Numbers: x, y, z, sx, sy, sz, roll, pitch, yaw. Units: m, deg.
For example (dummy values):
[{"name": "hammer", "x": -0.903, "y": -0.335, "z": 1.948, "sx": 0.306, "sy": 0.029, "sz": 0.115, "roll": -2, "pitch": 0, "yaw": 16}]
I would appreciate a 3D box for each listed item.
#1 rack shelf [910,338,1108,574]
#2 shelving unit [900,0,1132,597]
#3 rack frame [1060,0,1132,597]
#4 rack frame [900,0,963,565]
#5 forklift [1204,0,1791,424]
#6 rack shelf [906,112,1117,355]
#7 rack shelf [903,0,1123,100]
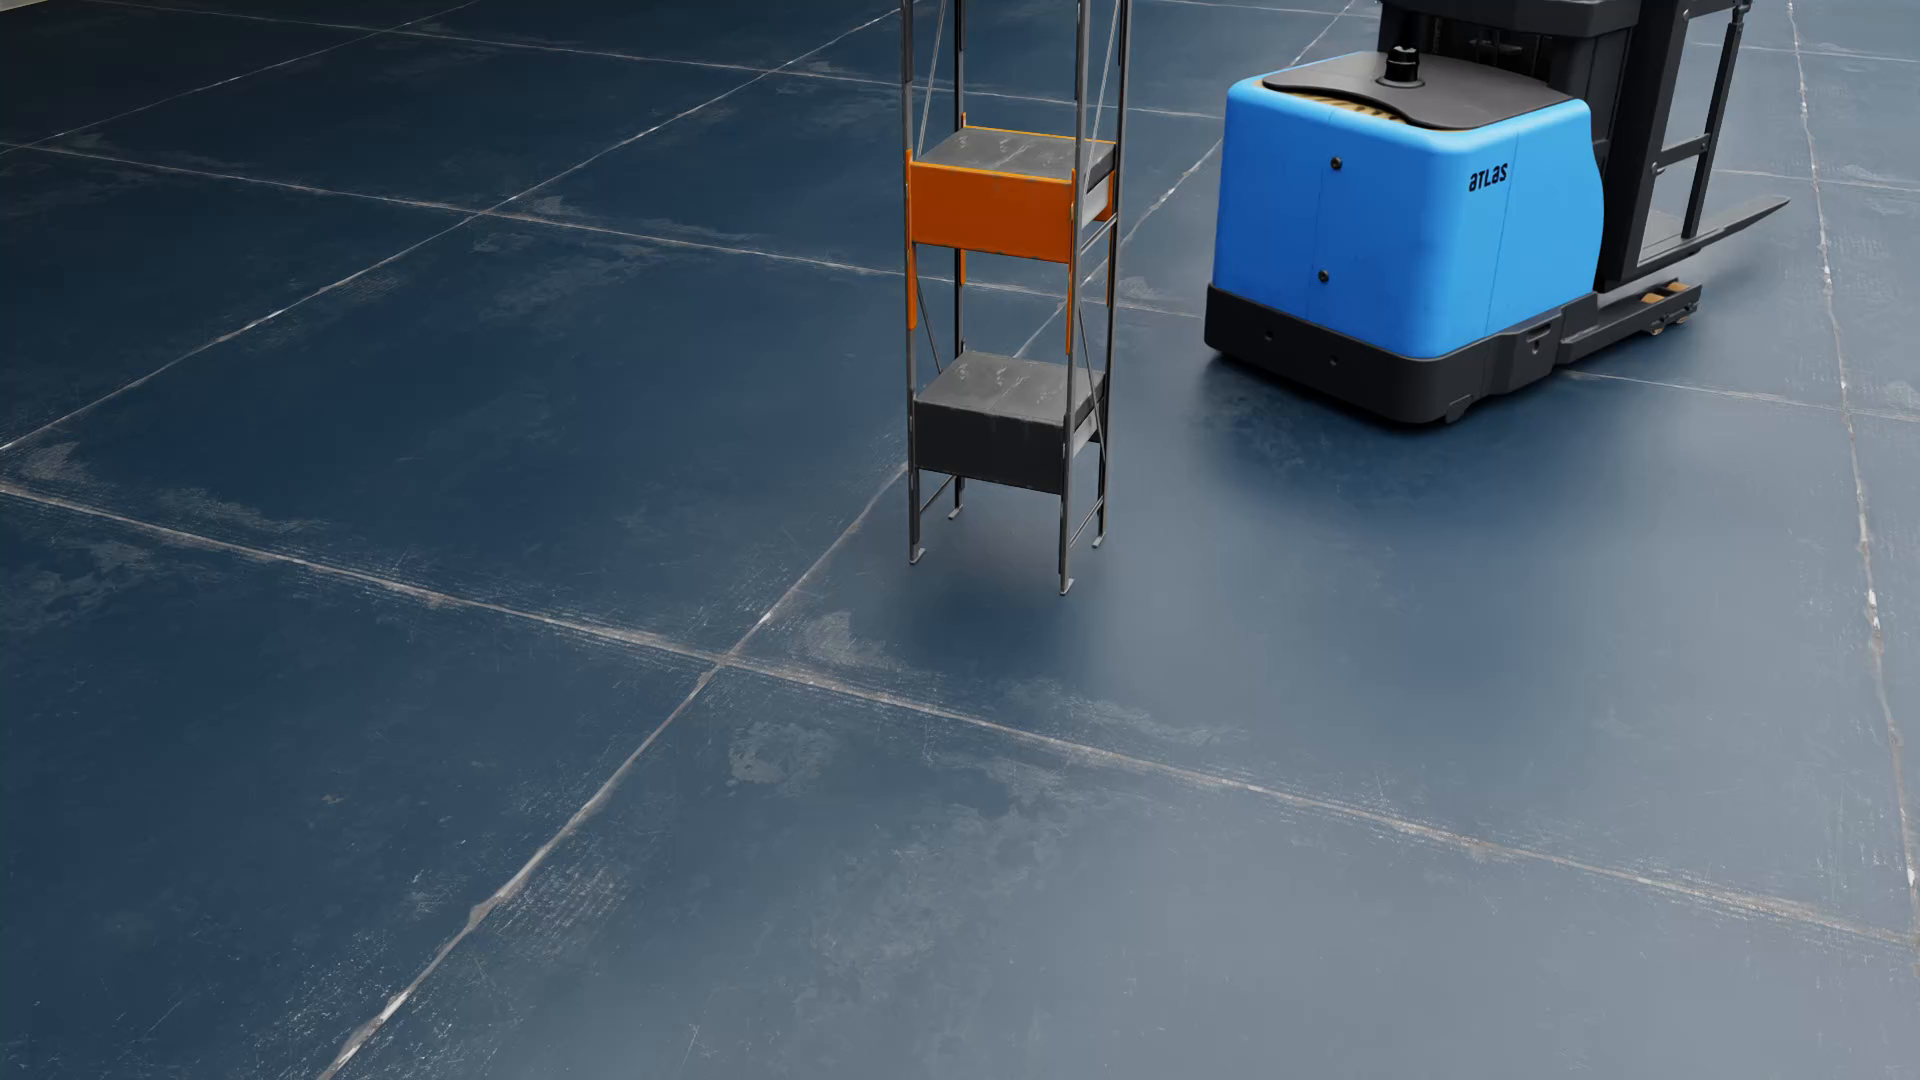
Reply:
[{"name": "rack shelf", "x": 0.153, "y": -0.262, "z": 5.030, "sx": 0.480, "sy": 0.518, "sz": 0.431, "roll": 11, "pitch": 31, "yaw": 19}, {"name": "shelving unit", "x": 0.153, "y": -0.883, "z": 4.679, "sx": 0.503, "sy": 2.100, "sz": 0.431, "roll": 11, "pitch": 31, "yaw": 19}, {"name": "rack frame", "x": 0.379, "y": -0.838, "z": 4.599, "sx": 0.015, "sy": 2.100, "sz": 0.400, "roll": 11, "pitch": 31, "yaw": 19}, {"name": "rack frame", "x": -0.073, "y": -0.929, "z": 4.759, "sx": 0.015, "sy": 2.100, "sz": 0.400, "roll": 11, "pitch": 31, "yaw": 19}, {"name": "forklift", "x": 2.400, "y": -2.278, "z": 6.302, "sx": 3.031, "sy": 2.935, "sz": 1.130, "roll": -23, "pitch": 37, "yaw": -34}, {"name": "rack shelf", "x": 0.153, "y": -0.872, "z": 4.686, "sx": 0.480, "sy": 0.518, "sz": 0.431, "roll": 11, "pitch": 31, "yaw": 19}, {"name": "rack shelf", "x": 0.153, "y": -1.481, "z": 4.341, "sx": 0.480, "sy": 0.518, "sz": 0.431, "roll": 11, "pitch": 31, "yaw": 19}]
